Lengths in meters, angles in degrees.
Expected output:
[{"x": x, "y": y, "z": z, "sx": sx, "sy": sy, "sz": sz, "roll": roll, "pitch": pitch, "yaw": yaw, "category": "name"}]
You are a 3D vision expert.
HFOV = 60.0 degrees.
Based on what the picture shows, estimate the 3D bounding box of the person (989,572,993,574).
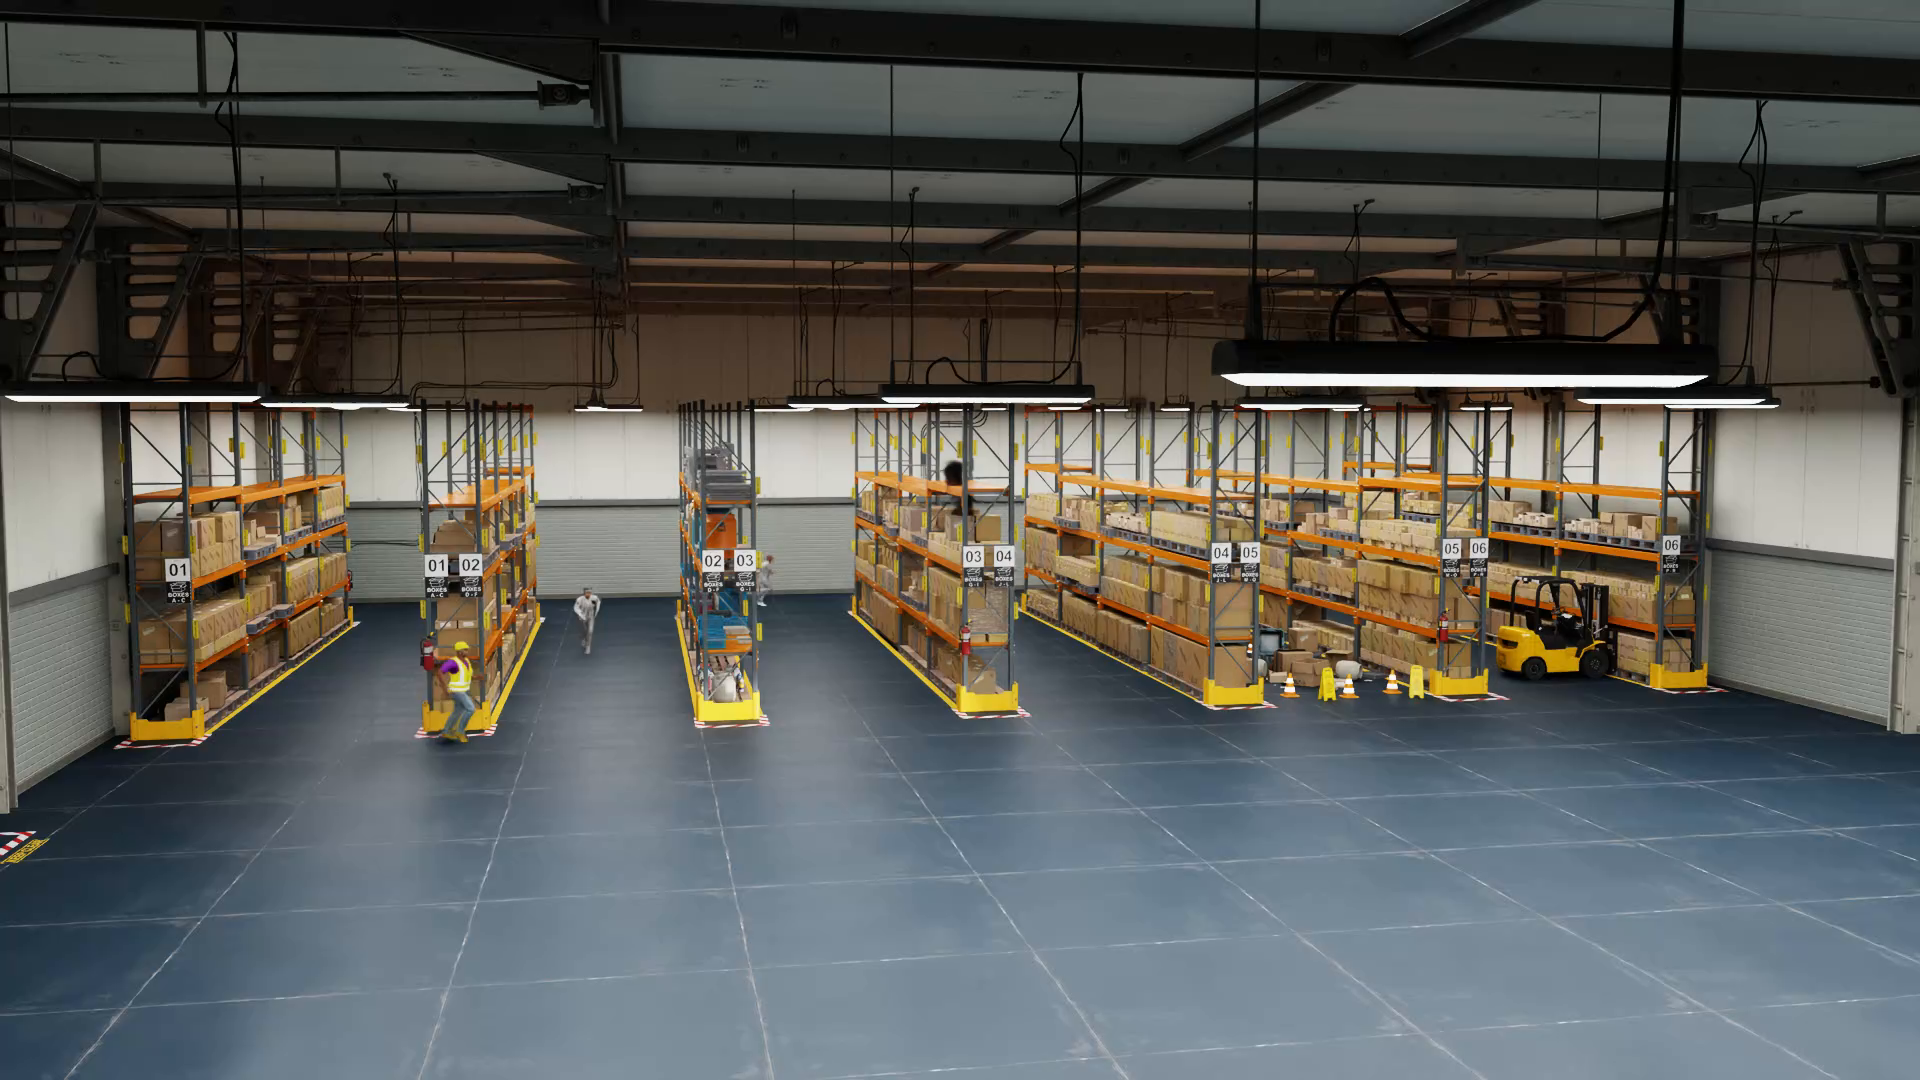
[{"x": 0.777, "y": 1.157, "z": 49.010, "sx": 0.736, "sy": 1.721, "sz": 1.019, "roll": 3, "pitch": 5, "yaw": 38, "category": "person"}]

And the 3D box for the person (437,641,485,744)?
[{"x": -8.693, "y": 2.663, "z": 28.977, "sx": 0.813, "sy": 1.794, "sz": 0.678, "roll": 1, "pitch": 4, "yaw": 9, "category": "person"}]

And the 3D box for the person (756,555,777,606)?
[{"x": -5.831, "y": 1.208, "z": 49.957, "sx": 0.659, "sy": 1.529, "sz": 0.517, "roll": 0, "pitch": 4, "yaw": -1, "category": "person"}]

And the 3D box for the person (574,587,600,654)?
[{"x": -9.020, "y": 1.911, "z": 40.179, "sx": 0.644, "sy": 1.633, "sz": 0.968, "roll": -2, "pitch": 5, "yaw": -23, "category": "person"}]

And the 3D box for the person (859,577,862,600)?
[{"x": -2.849, "y": 1.246, "z": 48.758, "sx": 0.524, "sy": 1.594, "sz": 0.573, "roll": 0, "pitch": 4, "yaw": -6, "category": "person"}]
